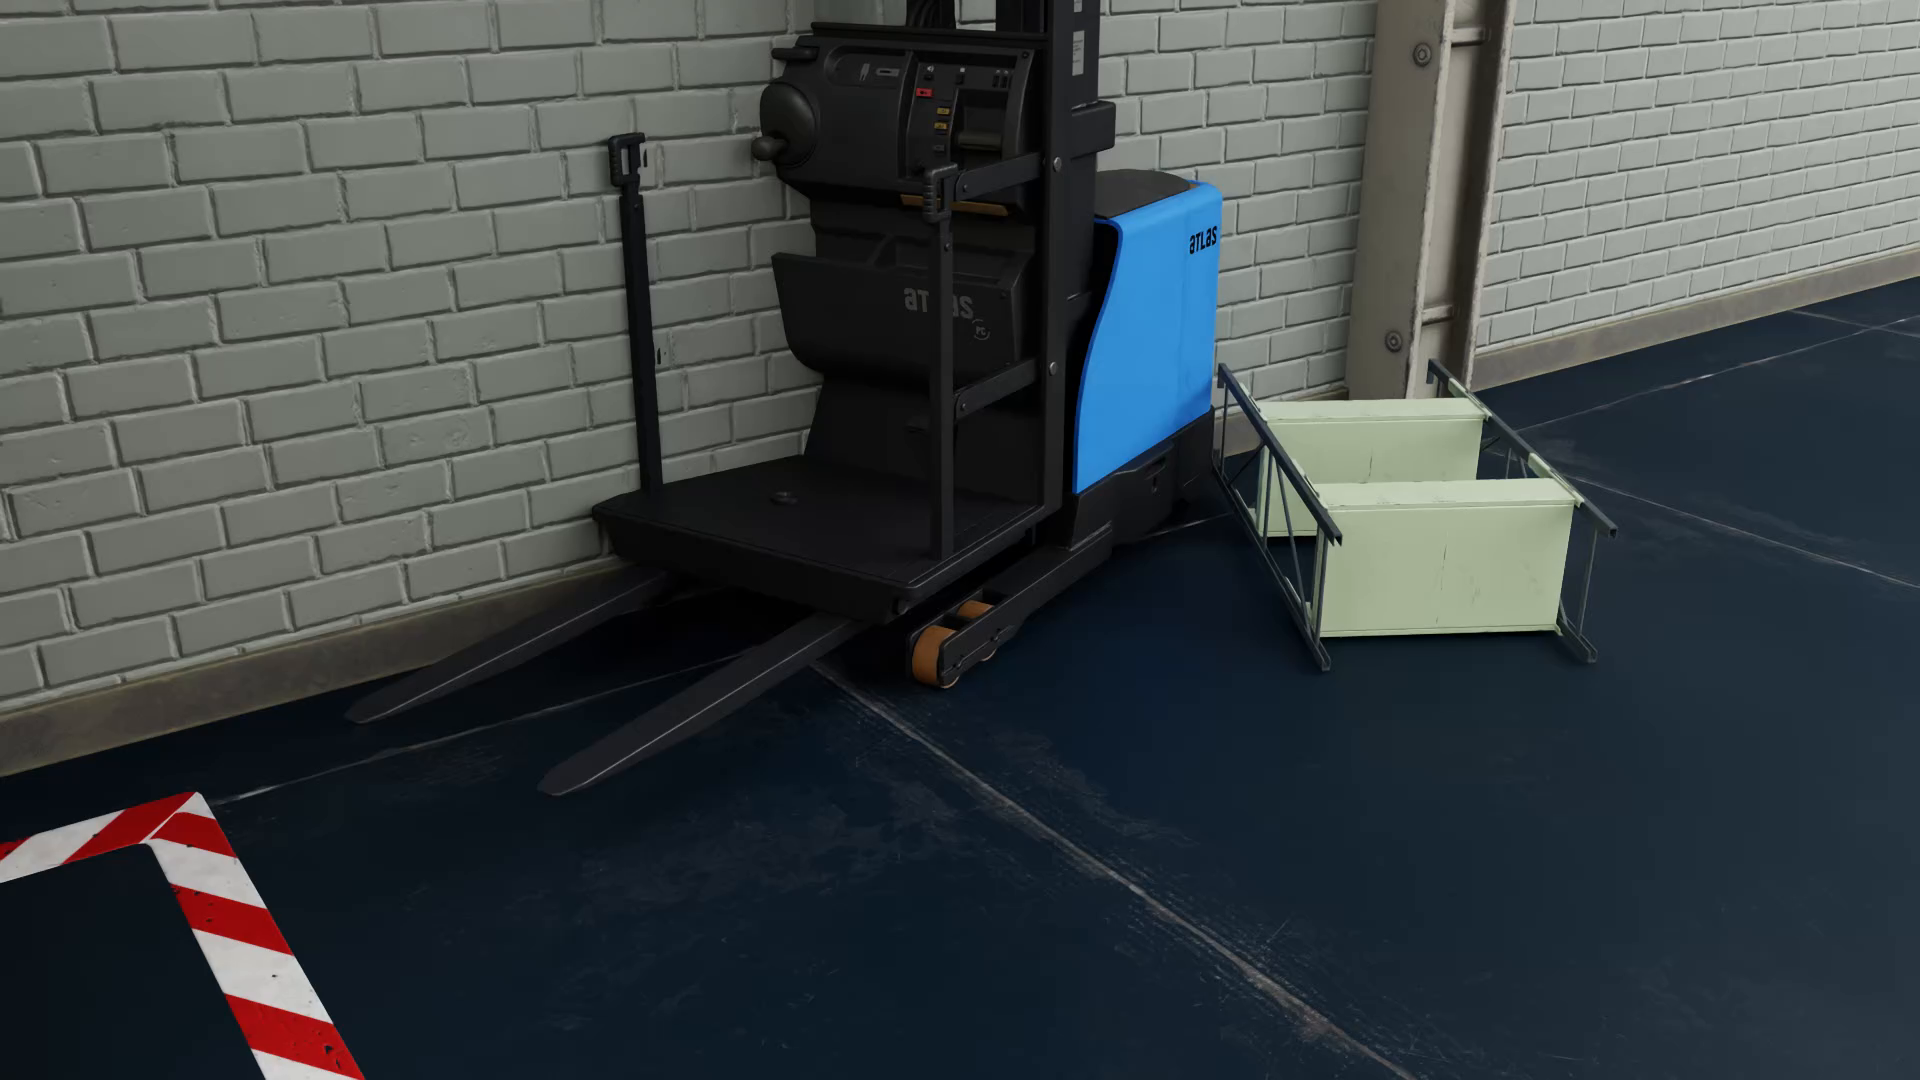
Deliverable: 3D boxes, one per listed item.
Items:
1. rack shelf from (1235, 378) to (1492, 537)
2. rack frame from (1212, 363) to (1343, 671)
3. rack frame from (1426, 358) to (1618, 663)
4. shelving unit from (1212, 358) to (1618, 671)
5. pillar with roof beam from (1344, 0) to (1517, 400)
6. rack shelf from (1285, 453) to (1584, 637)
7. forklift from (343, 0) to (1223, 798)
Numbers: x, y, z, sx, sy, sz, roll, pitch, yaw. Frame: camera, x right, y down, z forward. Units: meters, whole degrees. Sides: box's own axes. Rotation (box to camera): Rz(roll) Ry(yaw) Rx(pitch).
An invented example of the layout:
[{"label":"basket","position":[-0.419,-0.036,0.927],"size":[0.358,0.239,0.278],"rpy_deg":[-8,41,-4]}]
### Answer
[{"label":"rack shelf","position":[1.288,-0.265,5.406],"size":[0.720,0.431,0.370],"rpy_deg":[-2,23,-3]},{"label":"rack frame","position":[0.941,-0.127,5.088],"size":[0.023,0.400,1.500],"rpy_deg":[-2,23,-3]},{"label":"rack frame","position":[1.672,-0.146,5.126],"size":[0.023,0.400,1.500],"rpy_deg":[-2,23,-3]},{"label":"shelving unit","position":[1.306,-0.137,5.107],"size":[0.755,0.431,1.500],"rpy_deg":[-2,23,-3]},{"label":"pillar with roof beam","position":[4.258,-3.340,1.624],"size":[0.400,9.000,9.100],"rpy_deg":[-15,26,-33]},{"label":"rack shelf","position":[1.329,0.017,4.749],"size":[0.720,0.431,0.370],"rpy_deg":[-2,23,-3]},{"label":"forklift","position":[-0.329,-1.163,4.357],"size":[1.130,2.935,3.031],"rpy_deg":[13,25,29]}]
